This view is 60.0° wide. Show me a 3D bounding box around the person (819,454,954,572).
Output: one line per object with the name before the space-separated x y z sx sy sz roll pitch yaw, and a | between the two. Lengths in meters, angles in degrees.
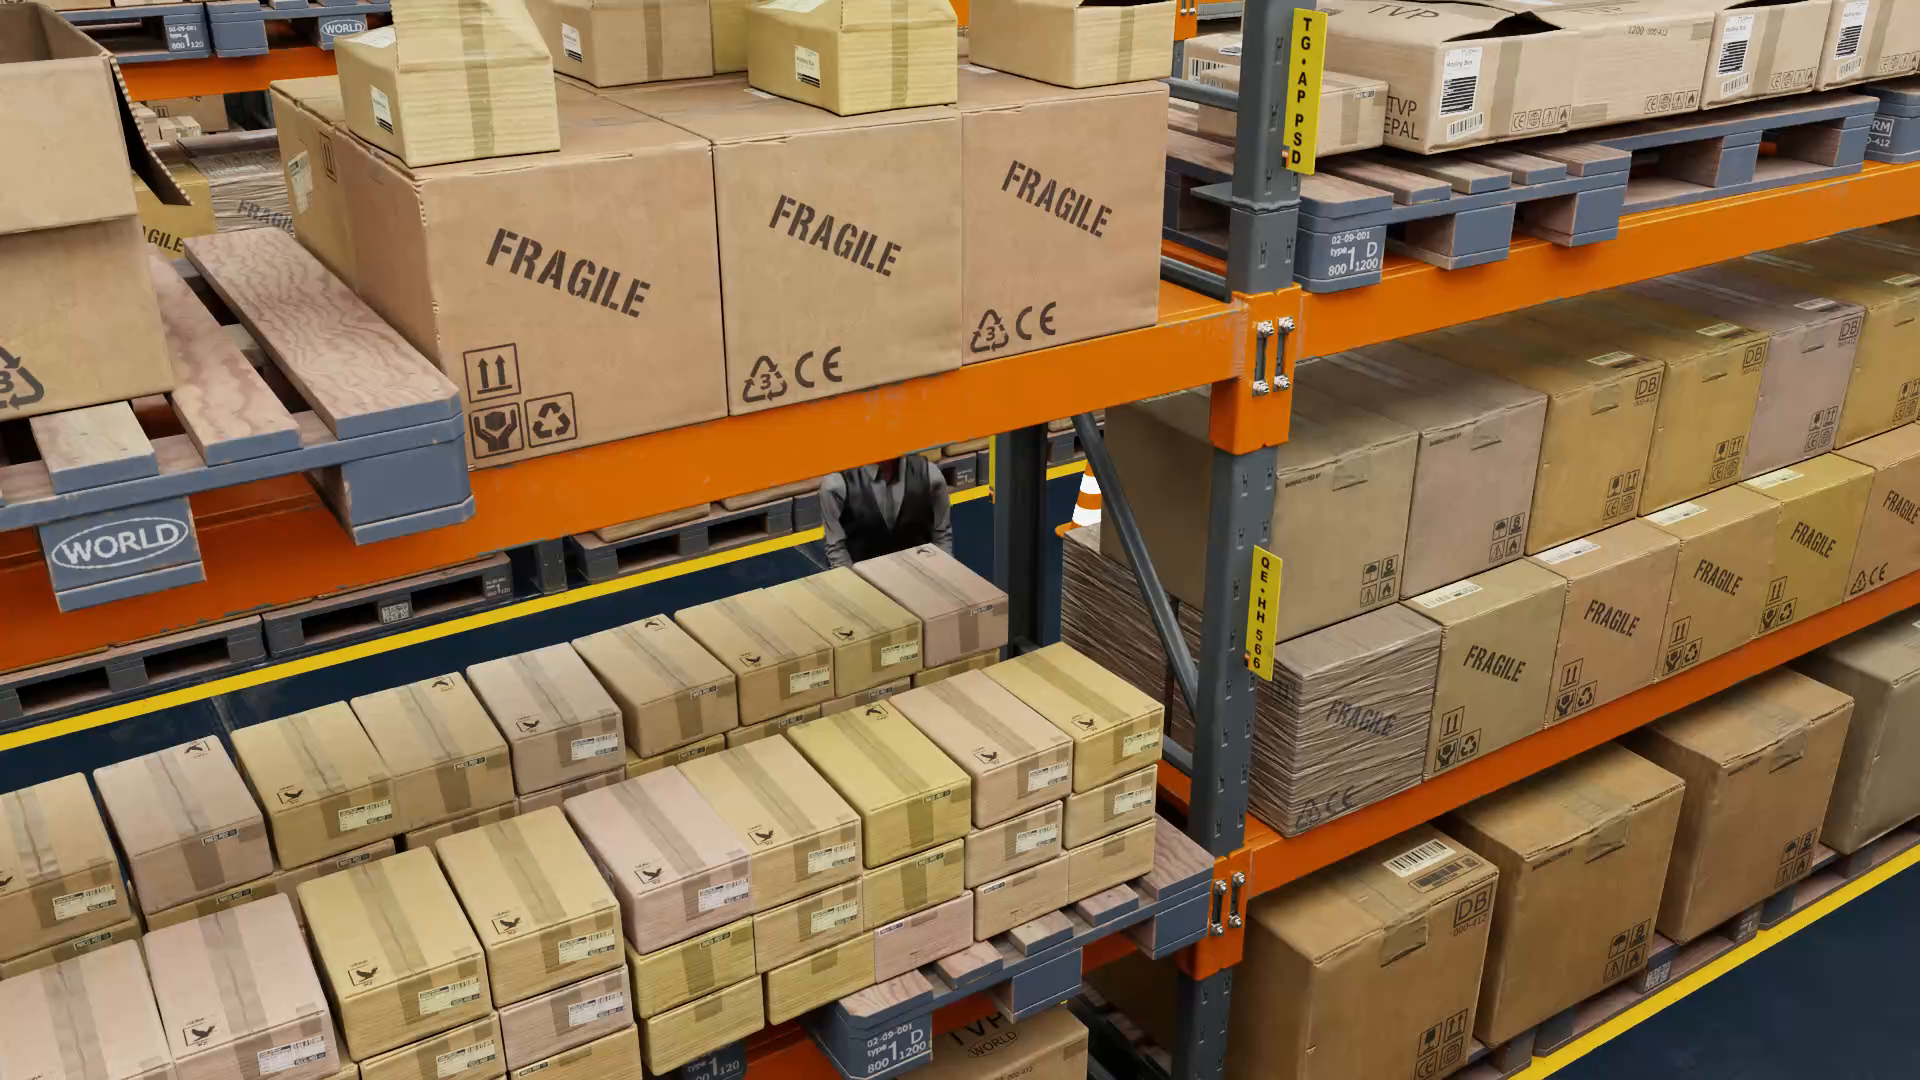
person | -0.263 0.290 6.507 0.516 1.726 0.521 -8 26 -16
